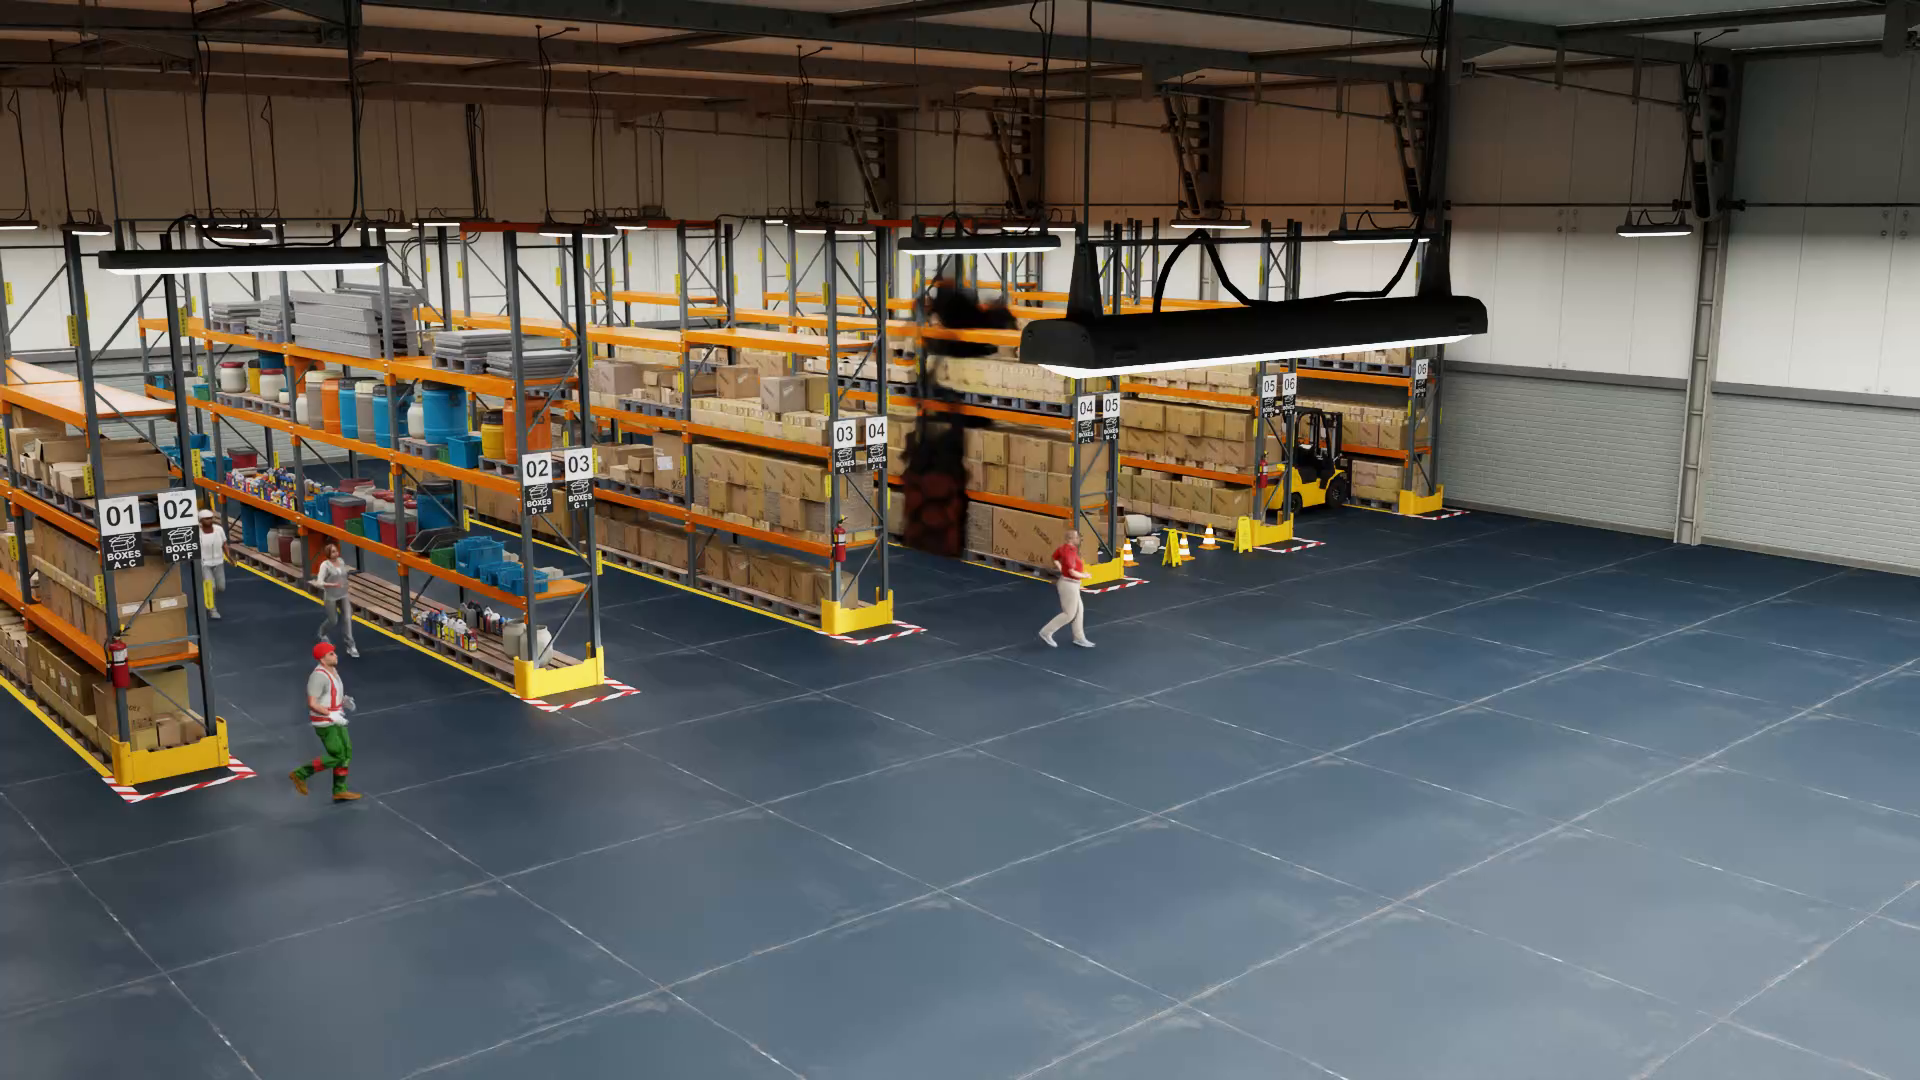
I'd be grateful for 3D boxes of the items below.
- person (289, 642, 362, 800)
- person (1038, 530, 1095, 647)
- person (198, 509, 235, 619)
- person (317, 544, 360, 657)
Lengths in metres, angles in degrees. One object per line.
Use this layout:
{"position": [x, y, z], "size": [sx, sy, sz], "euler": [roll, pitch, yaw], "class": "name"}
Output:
{"position": [-6.841, 1.946, 17.851], "size": [0.700, 1.763, 0.657], "euler": [-2, 12, -8], "class": "person"}
{"position": [1.553, 0.718, 23.988], "size": [0.846, 1.755, 0.686], "euler": [-1, 11, -7], "class": "person"}
{"position": [-11.689, 0.356, 25.819], "size": [0.623, 1.709, 0.682], "euler": [10, 15, 40], "class": "person"}
{"position": [-8.878, 0.839, 23.634], "size": [0.879, 1.583, 0.540], "euler": [9, 15, 38], "class": "person"}
